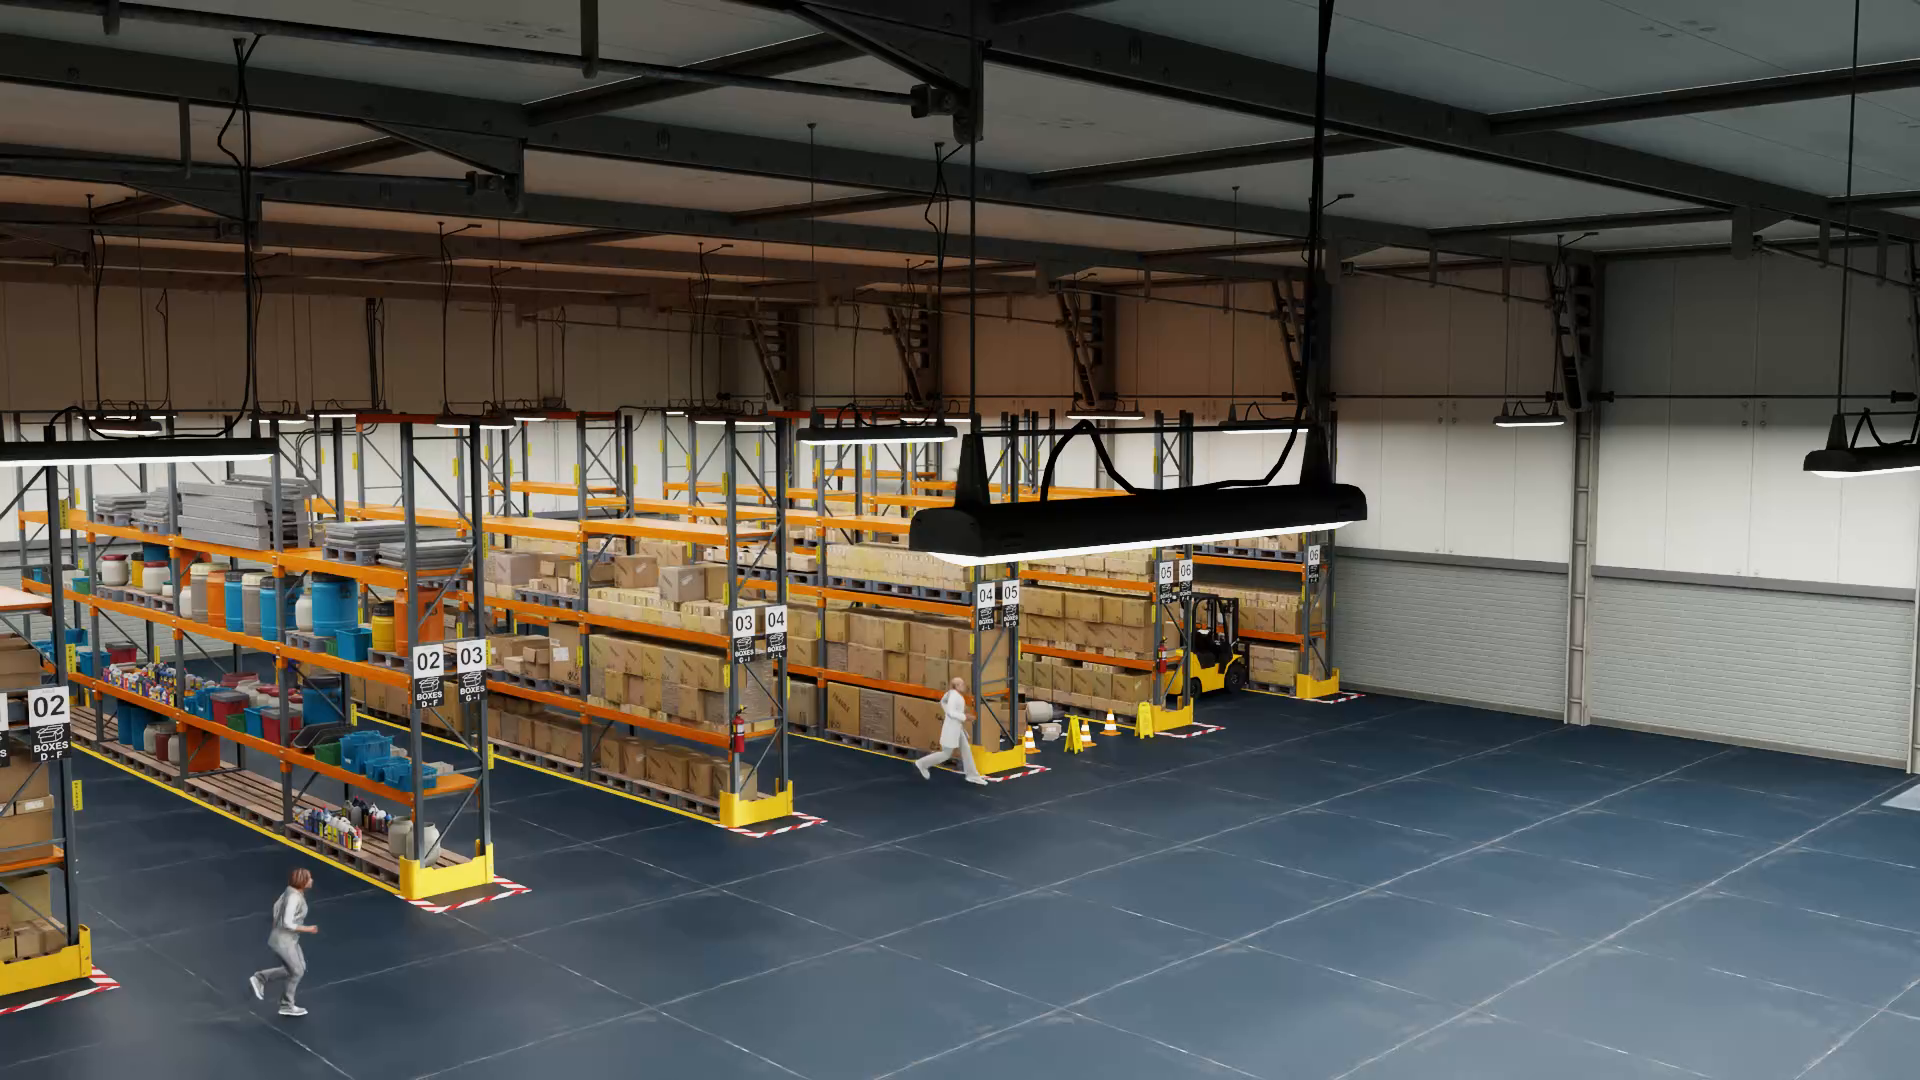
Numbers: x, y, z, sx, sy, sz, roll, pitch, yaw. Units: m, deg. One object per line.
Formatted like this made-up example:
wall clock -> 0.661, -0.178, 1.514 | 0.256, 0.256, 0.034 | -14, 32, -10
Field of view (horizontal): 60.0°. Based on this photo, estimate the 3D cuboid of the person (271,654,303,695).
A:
person -> -13.110, 2.696, 32.509 | 0.555, 1.634, 0.632 | -4, 6, -39

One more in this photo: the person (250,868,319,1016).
person -> -6.876, 4.111, 16.924 | 0.678, 1.534, 0.522 | -1, 5, -13

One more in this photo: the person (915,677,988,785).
person -> -0.135, 3.122, 26.976 | 1.185, 1.718, 0.721 | 1, 5, 7
